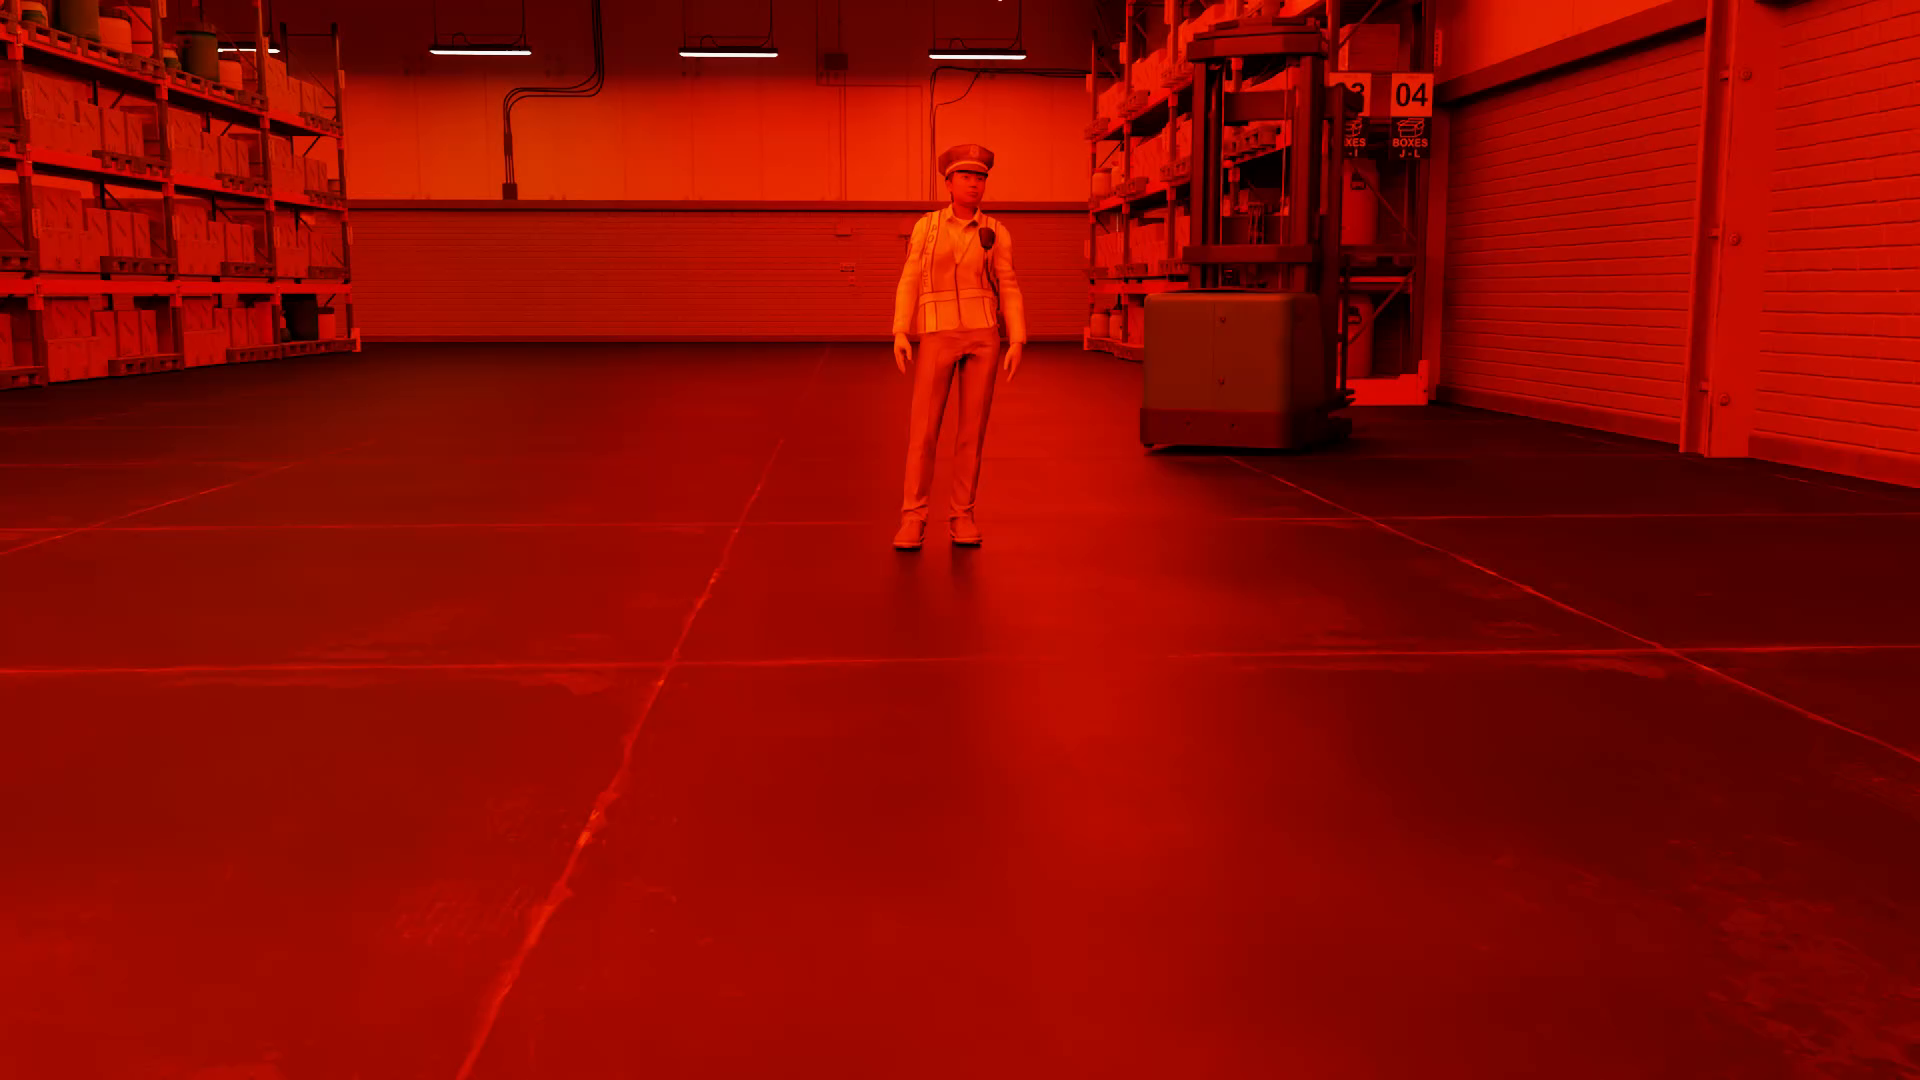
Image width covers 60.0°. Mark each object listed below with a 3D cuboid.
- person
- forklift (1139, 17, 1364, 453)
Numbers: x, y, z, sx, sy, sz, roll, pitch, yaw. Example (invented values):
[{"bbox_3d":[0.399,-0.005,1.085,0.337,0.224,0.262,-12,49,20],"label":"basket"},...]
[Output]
[{"bbox_3d":[-0.003,-0.835,7.116,0.586,1.694,0.530,-1,8,-4],"label":"person"},{"bbox_3d":[2.288,-2.201,12.158,1.130,2.935,3.031,4,9,24],"label":"forklift"}]
